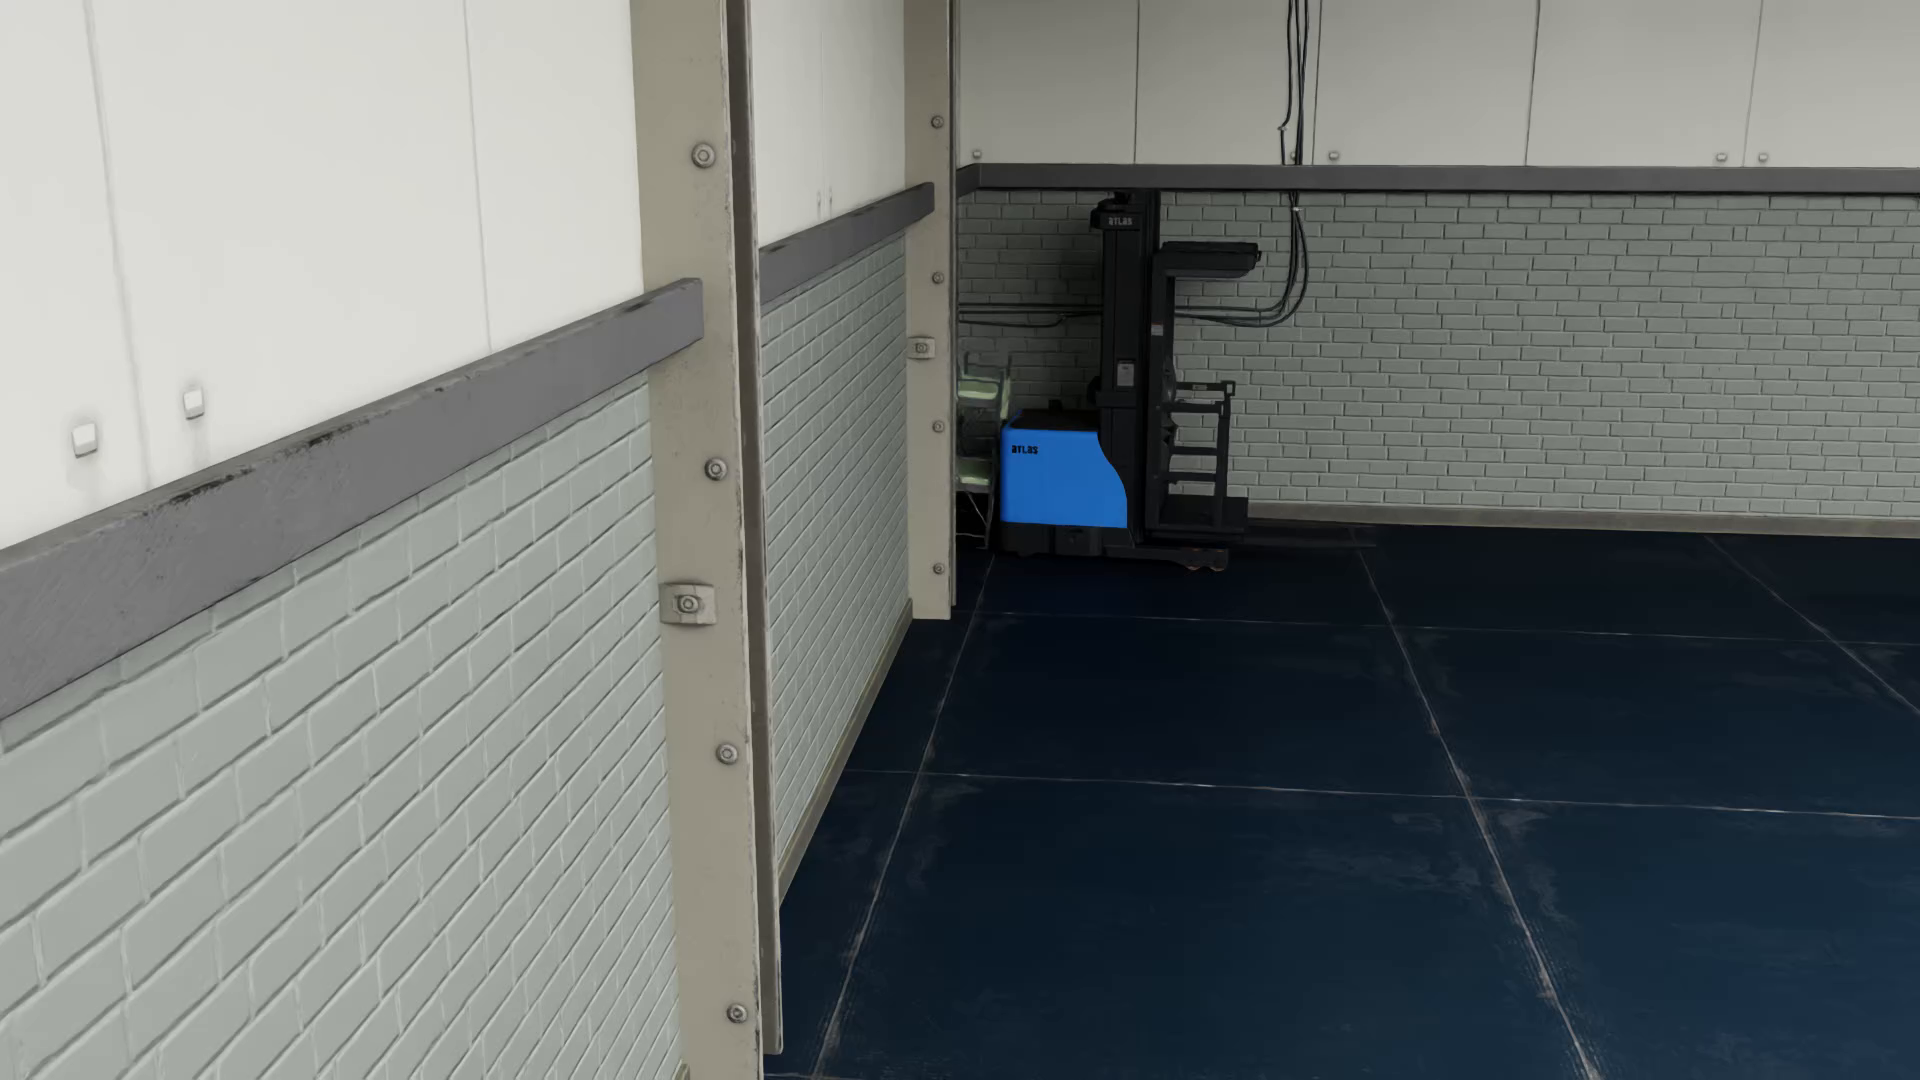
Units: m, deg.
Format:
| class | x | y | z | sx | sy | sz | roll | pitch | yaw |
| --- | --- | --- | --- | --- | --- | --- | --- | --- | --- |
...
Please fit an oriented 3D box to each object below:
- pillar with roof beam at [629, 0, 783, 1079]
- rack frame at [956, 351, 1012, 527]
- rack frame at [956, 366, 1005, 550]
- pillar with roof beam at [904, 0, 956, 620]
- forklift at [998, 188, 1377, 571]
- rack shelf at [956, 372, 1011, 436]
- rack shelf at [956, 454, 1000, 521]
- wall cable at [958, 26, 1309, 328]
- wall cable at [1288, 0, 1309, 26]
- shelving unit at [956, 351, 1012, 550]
| class | x | y | z | sx | sy | sz | roll | pitch | yaw |
| --- | --- | --- | --- | --- | --- | --- | --- | --- | --- |
| pillar with roof beam | 3.396 | -2.142 | 4.843 | 9.100 | 9.000 | 0.400 | 2 | 15 | 6 |
| rack frame | 0.179 | -0.859 | 14.295 | 0.400 | 1.500 | 0.023 | 6 | 16 | 5 |
| rack frame | 0.098 | -0.664 | 13.594 | 0.400 | 1.500 | 0.023 | 6 | 16 | 5 |
| pillar with roof beam | 4.073 | -3.698 | 10.598 | 9.100 | 9.000 | 0.400 | 2 | 15 | 6 |
| forklift | 1.879 | -1.318 | 13.419 | 3.031 | 2.935 | 1.130 | 3 | 15 | 11 |
| rack shelf | 0.172 | -1.135 | 13.837 | 0.431 | 0.370 | 0.720 | 6 | 16 | 5 |
| rack shelf | 0.111 | -0.449 | 14.034 | 0.431 | 0.370 | 0.720 | 6 | 16 | 5 |
| wall cable | 1.442 | -3.051 | 14.154 | 3.097 | 2.526 | 0.112 | 2 | 15 | 6 |
| wall cable | 4.130 | -5.409 | 13.200 | 3.097 | 2.526 | 0.112 | 2 | 15 | 6 |
| shelving unit | 0.139 | -0.761 | 13.945 | 0.431 | 1.500 | 0.755 | 6 | 16 | 5 |
